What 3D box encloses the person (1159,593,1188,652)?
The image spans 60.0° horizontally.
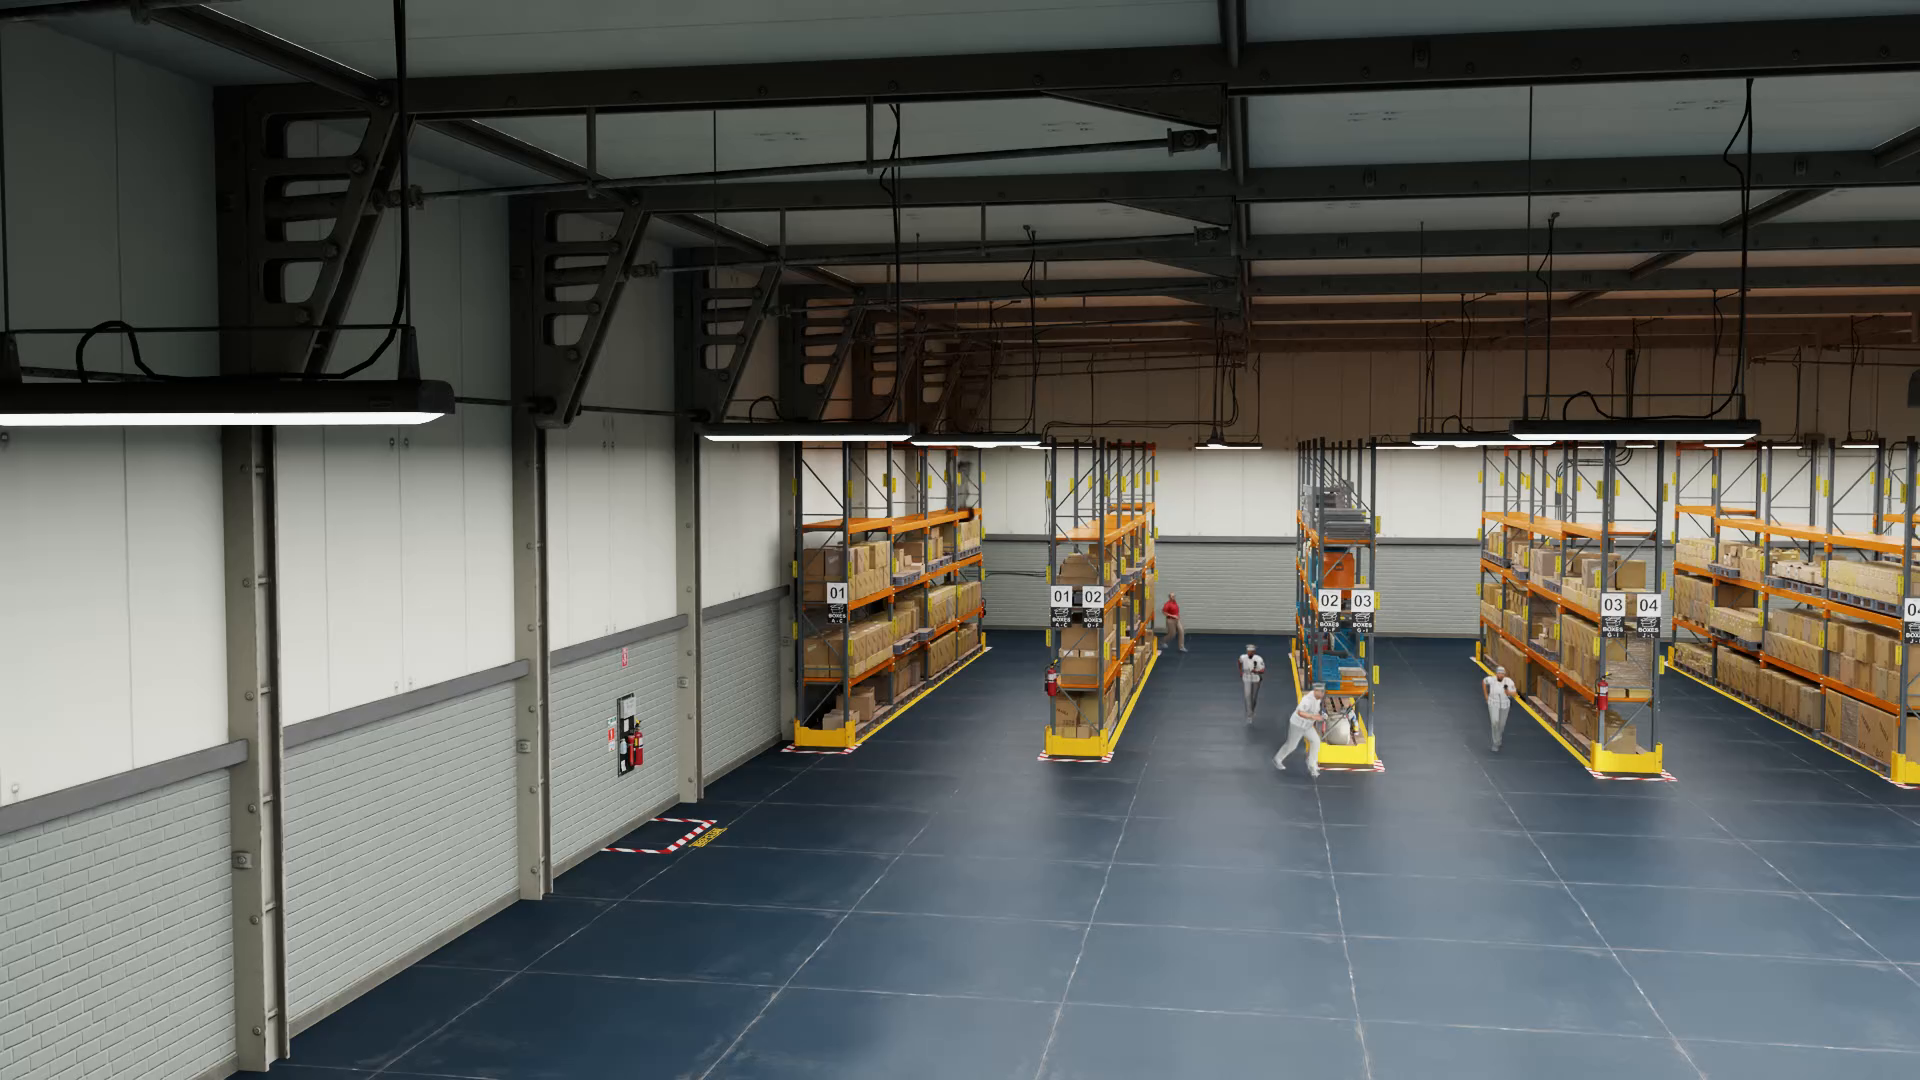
[{"bbox_3d":[6.080,2.364,47.768,0.709,1.715,0.893,-3,4,-45],"label":"person"}]

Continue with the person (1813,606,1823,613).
[{"bbox_3d":[23.426,2.492,45.315,0.967,1.684,0.584,1,3,18],"label":"person"}]

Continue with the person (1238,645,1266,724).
[{"bbox_3d":[6.212,3.034,35.386,0.576,1.699,0.945,1,3,11],"label":"person"}]

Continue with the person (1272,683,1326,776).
[{"bbox_3d":[6.046,3.362,29.615,1.014,1.719,0.707,2,4,39],"label":"person"}]

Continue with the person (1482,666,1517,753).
[{"bbox_3d":[10.356,3.226,31.945,0.597,1.658,0.904,0,3,9],"label":"person"}]
